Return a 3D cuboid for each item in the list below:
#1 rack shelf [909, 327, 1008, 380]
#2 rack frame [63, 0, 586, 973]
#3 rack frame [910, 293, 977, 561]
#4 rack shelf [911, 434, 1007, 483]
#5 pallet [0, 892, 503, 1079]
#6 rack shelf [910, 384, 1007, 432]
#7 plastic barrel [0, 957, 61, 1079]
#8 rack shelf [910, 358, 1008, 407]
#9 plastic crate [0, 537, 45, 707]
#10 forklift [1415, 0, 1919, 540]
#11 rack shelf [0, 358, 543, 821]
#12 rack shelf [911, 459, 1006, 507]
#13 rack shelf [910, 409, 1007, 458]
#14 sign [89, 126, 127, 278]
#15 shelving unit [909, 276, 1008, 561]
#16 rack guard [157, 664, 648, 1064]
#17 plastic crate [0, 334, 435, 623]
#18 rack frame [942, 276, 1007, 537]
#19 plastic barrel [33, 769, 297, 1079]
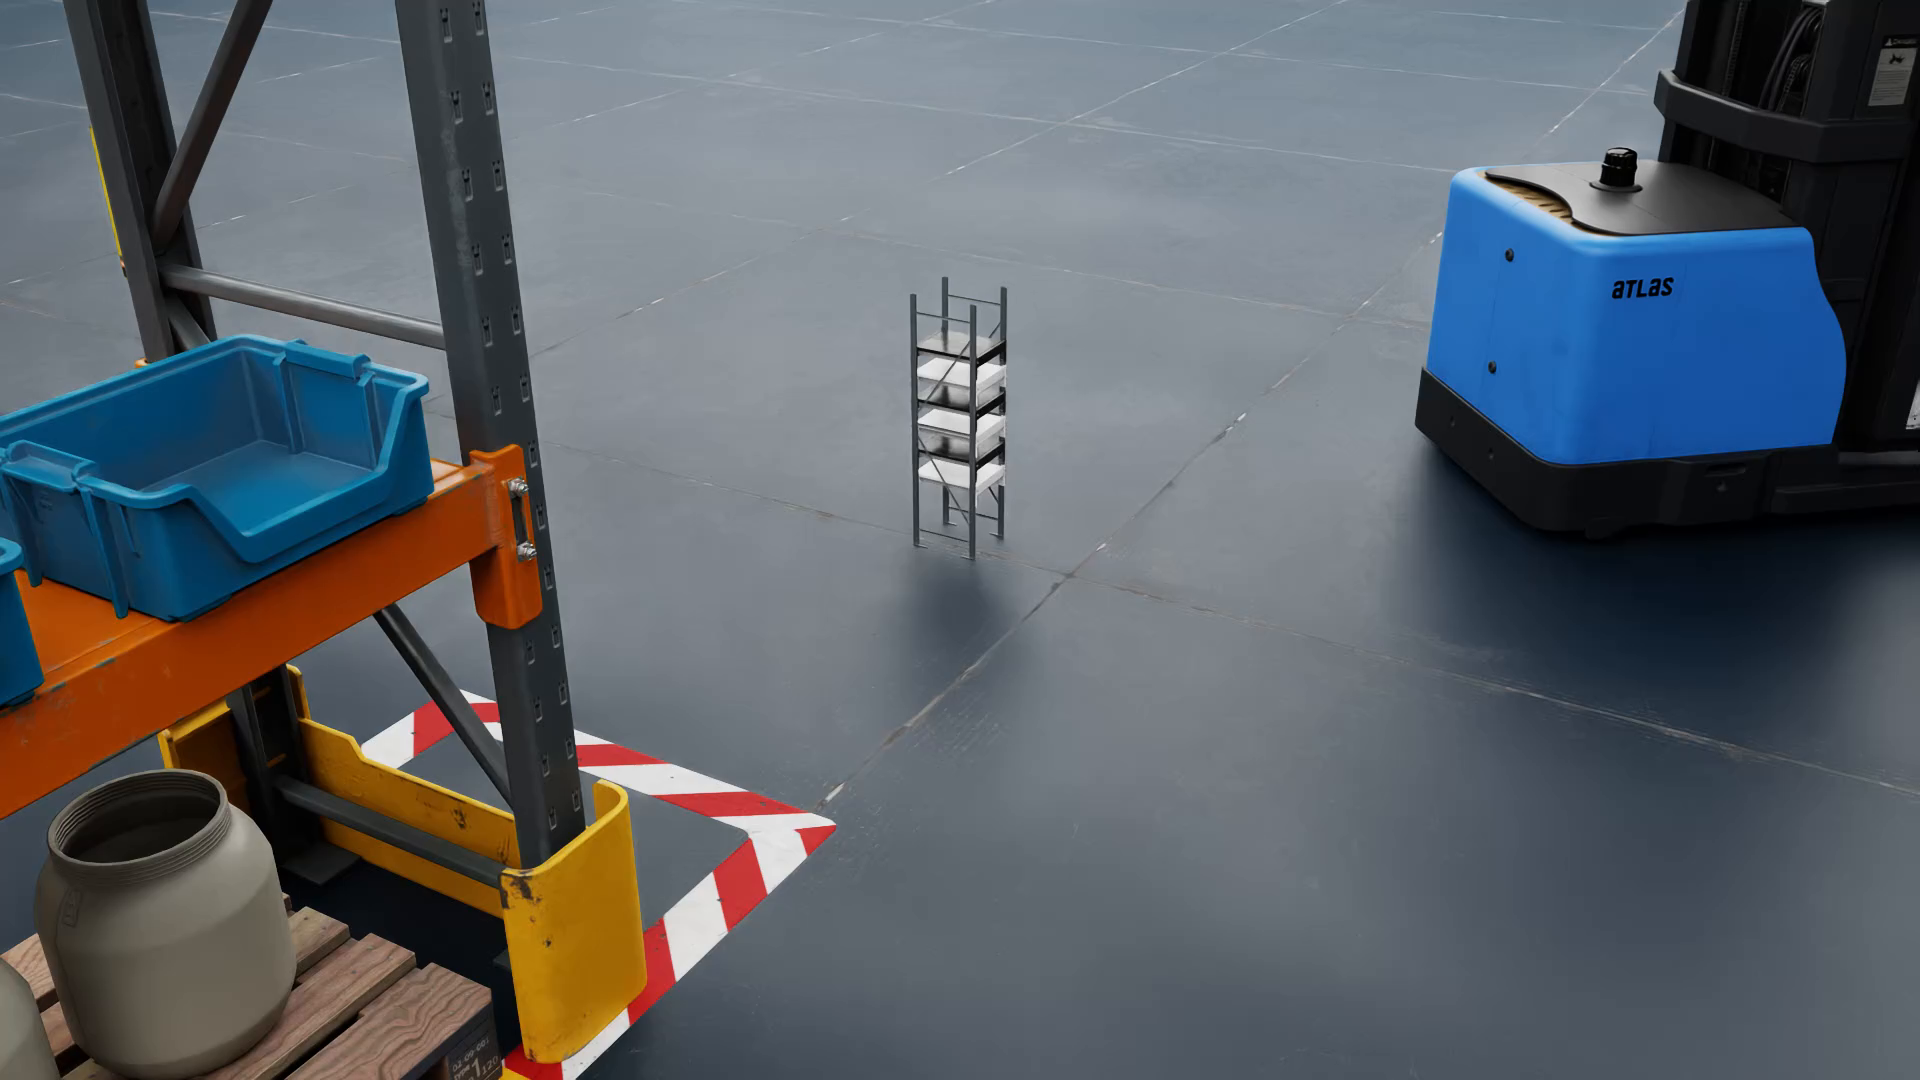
[{"bbox_3d":[-0.004,-0.611,5.436,0.258,0.077,0.200,14,30,26],"label":"rack shelf"},{"bbox_3d":[-1.279,-0.454,3.306,1.000,3.000,0.127,14,30,26],"label":"rack frame"},{"bbox_3d":[-0.054,-0.360,5.463,0.240,0.900,0.006,14,30,26],"label":"rack frame"},{"bbox_3d":[-0.004,-0.289,5.597,0.258,0.077,0.200,14,30,26],"label":"rack shelf"},{"bbox_3d":[-1.680,1.148,3.220,1.003,0.211,1.213,14,30,26],"label":"pallet"},{"bbox_3d":[-0.004,-0.450,5.517,0.258,0.077,0.200,14,30,26],"label":"rack shelf"},{"bbox_3d":[-1.783,0.939,2.833,0.421,0.512,0.421,0,27,0],"label":"plastic barrel"},{"bbox_3d":[-0.004,-0.530,5.477,0.258,0.077,0.200,14,30,26],"label":"rack shelf"},{"bbox_3d":[-1.589,0.125,2.315,0.499,0.251,0.408,14,30,26],"label":"plastic crate"},{"bbox_3d":[3.341,-1.625,5.722,3.031,2.935,1.130,-5,27,-10],"label":"forklift"},{"bbox_3d":[-2.263,0.647,1.910,1.077,0.370,4.000,14,30,26],"label":"rack shelf"},{"bbox_3d":[-0.004,-0.208,5.638,0.258,0.077,0.200,14,30,26],"label":"rack shelf"},{"bbox_3d":[-0.004,-0.369,5.557,0.258,0.077,0.200,14,30,26],"label":"rack shelf"},{"bbox_3d":[-1.756,-0.701,3.489,0.100,0.325,0.005,14,30,26],"label":"sign"},{"bbox_3d":[-0.004,-0.399,5.542,0.258,0.900,0.210,14,30,26],"label":"shelving unit"},{"bbox_3d":[-1.276,0.704,3.786,1.175,0.500,0.348,14,30,26],"label":"rack guard"},{"bbox_3d":[-1.265,-0.127,2.818,0.499,0.251,0.616,14,30,26],"label":"plastic crate"},{"bbox_3d":[0.046,-0.439,5.621,0.240,0.900,0.006,14,30,26],"label":"rack frame"},{"bbox_3d":[-1.536,0.744,3.223,0.421,0.512,0.421,0,27,0],"label":"plastic barrel"}]
